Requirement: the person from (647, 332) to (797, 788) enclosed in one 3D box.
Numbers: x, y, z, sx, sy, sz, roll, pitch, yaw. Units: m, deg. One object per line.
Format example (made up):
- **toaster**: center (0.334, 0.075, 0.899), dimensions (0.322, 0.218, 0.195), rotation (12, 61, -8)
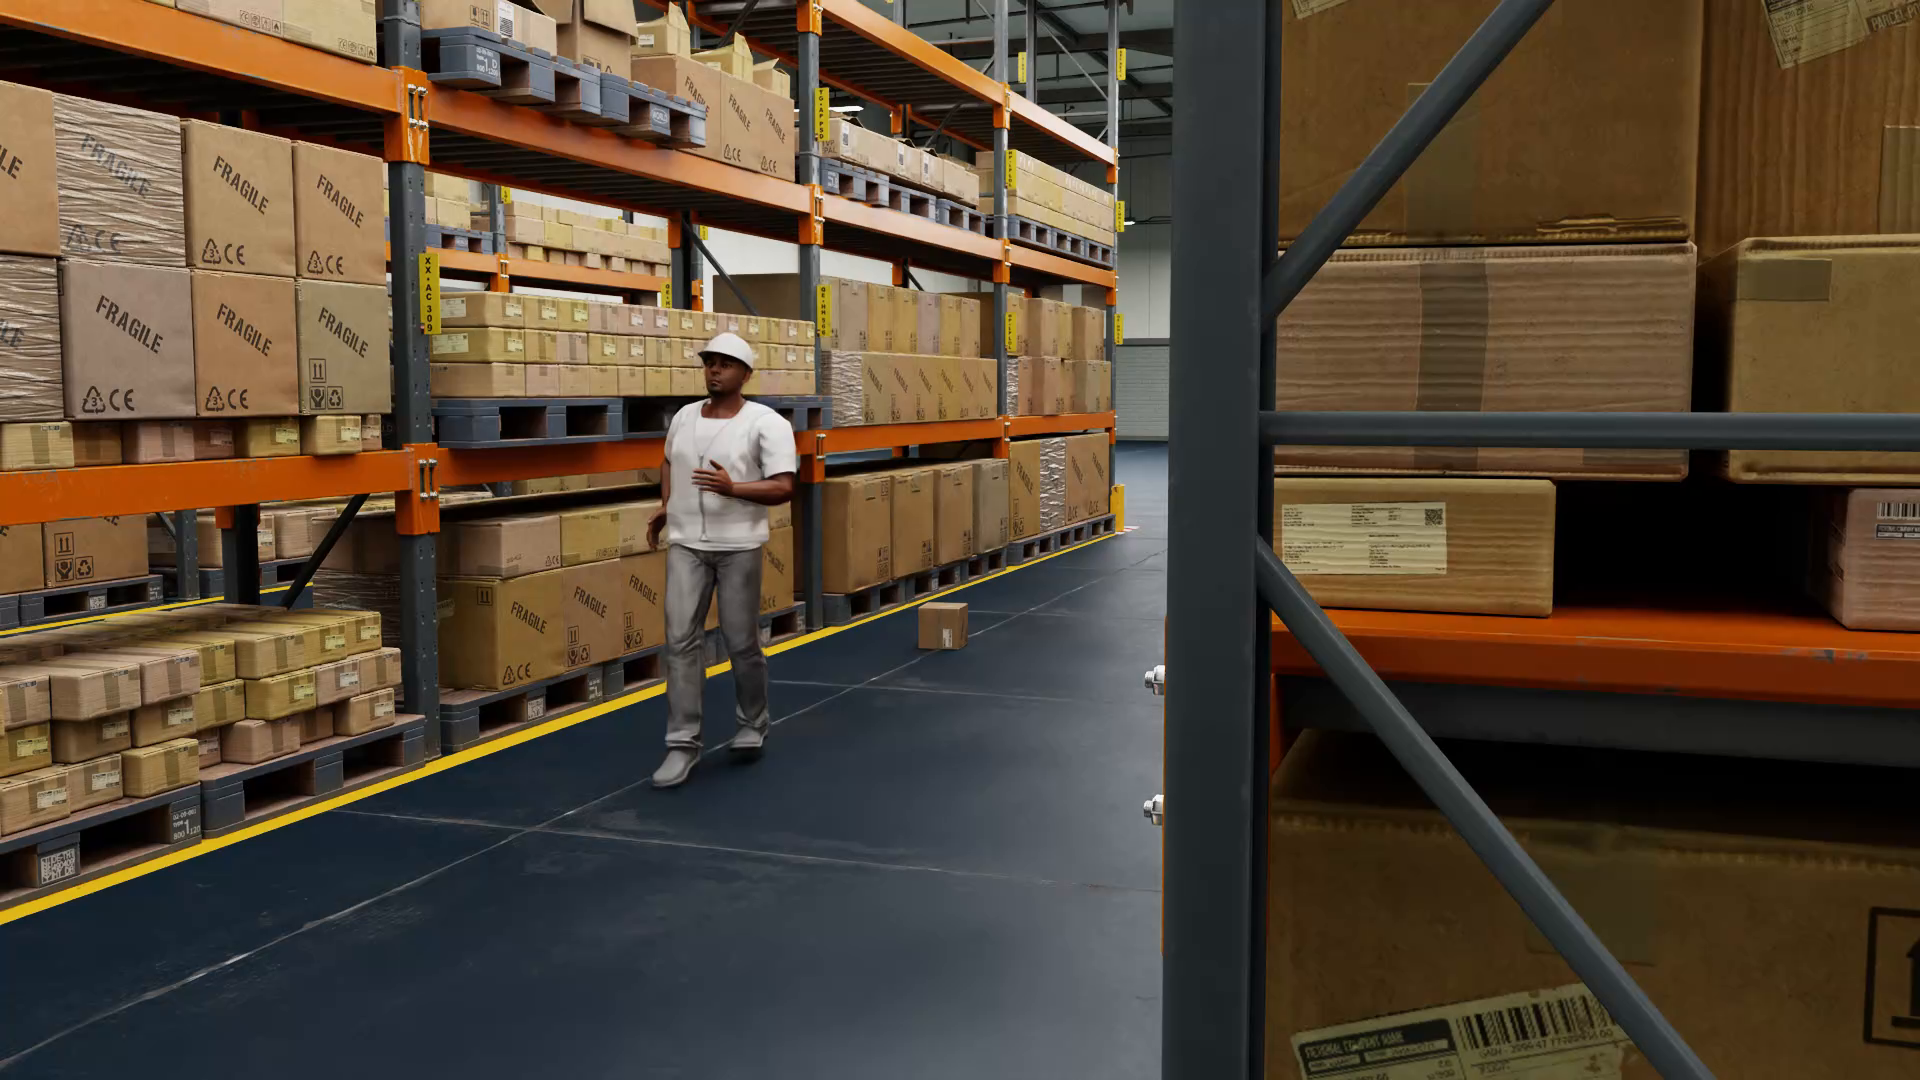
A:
- **person**: center (-1.006, 0.049, 6.717), dimensions (0.674, 1.772, 0.782), rotation (1, 5, 12)
